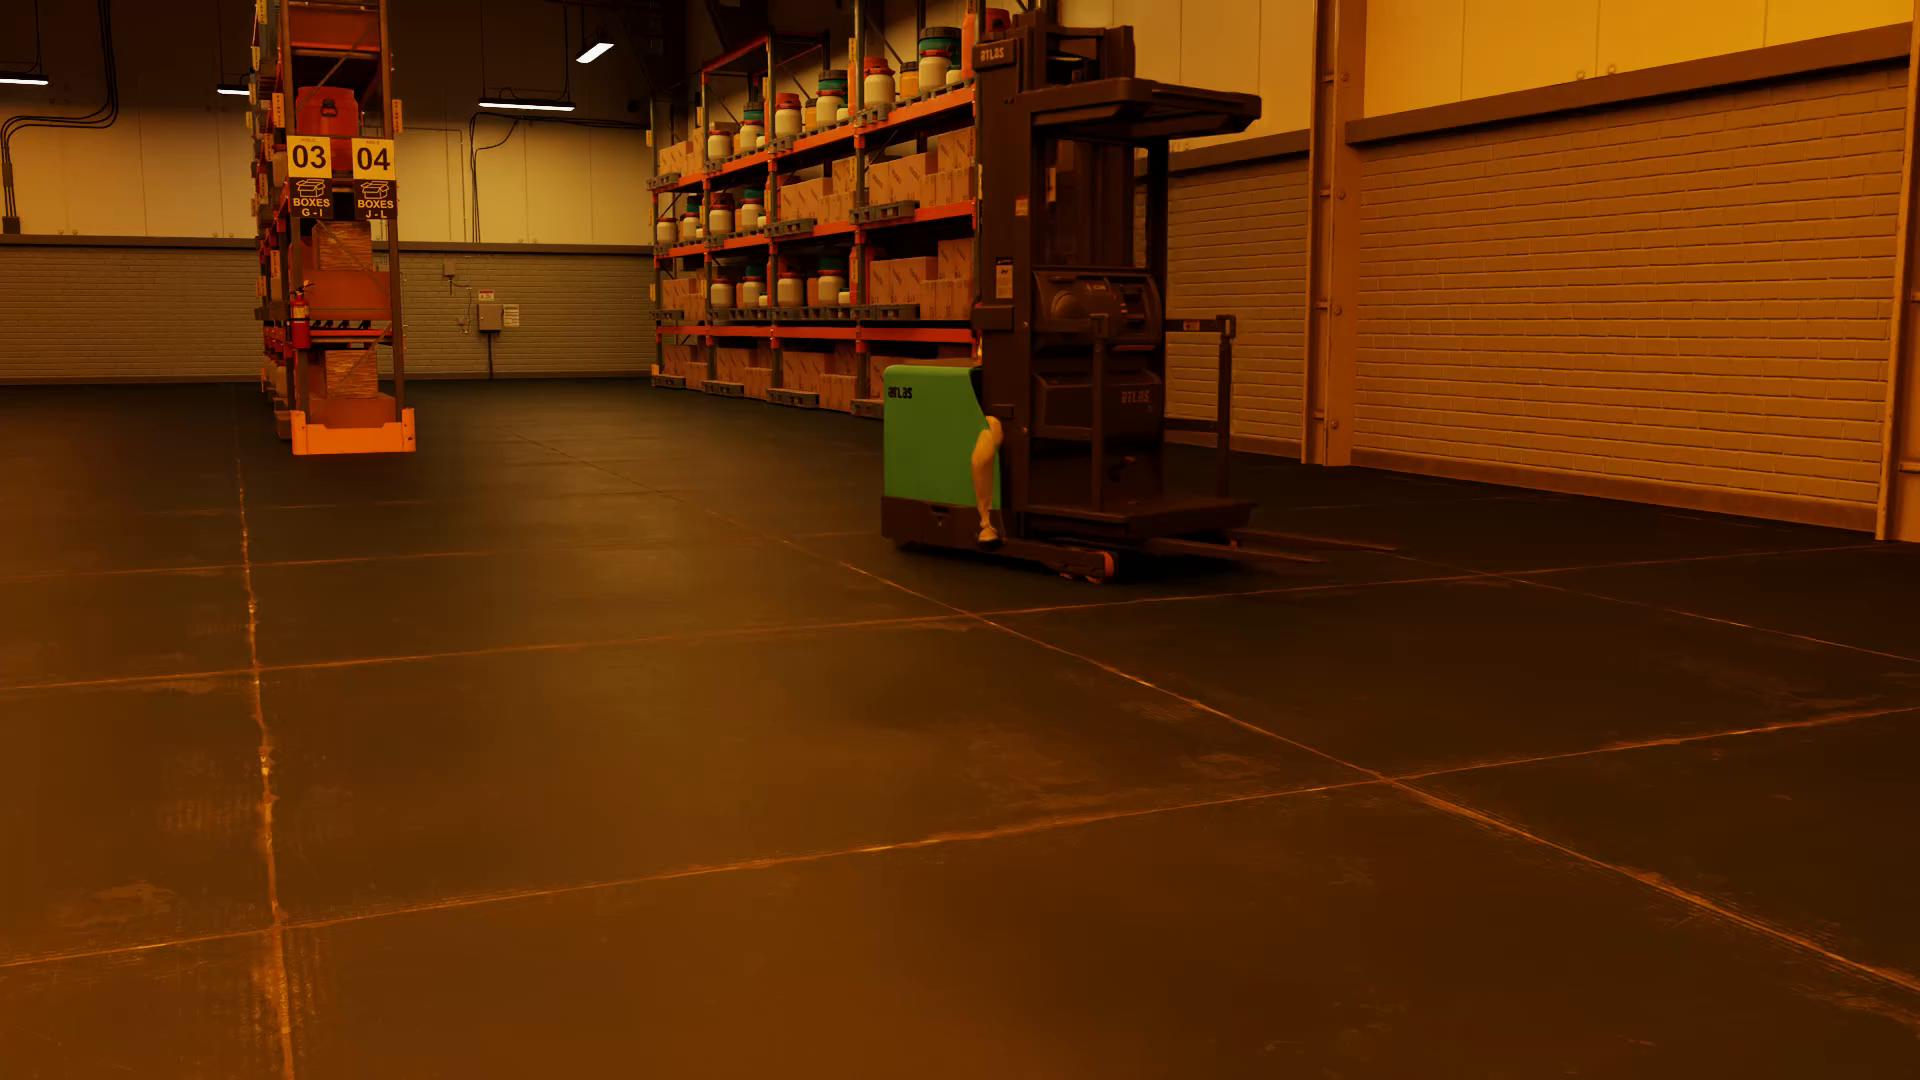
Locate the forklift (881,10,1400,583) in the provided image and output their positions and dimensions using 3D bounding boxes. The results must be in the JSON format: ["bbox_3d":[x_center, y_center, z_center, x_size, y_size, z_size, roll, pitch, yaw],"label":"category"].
[{"bbox_3d":[0.894,-1.307,8.854,1.130,2.935,3.031,-7,10,-41],"label":"forklift"}]

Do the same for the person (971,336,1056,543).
[{"bbox_3d":[0.360,-0.756,9.164,0.731,1.500,0.720,0,8,-1],"label":"person"}]
